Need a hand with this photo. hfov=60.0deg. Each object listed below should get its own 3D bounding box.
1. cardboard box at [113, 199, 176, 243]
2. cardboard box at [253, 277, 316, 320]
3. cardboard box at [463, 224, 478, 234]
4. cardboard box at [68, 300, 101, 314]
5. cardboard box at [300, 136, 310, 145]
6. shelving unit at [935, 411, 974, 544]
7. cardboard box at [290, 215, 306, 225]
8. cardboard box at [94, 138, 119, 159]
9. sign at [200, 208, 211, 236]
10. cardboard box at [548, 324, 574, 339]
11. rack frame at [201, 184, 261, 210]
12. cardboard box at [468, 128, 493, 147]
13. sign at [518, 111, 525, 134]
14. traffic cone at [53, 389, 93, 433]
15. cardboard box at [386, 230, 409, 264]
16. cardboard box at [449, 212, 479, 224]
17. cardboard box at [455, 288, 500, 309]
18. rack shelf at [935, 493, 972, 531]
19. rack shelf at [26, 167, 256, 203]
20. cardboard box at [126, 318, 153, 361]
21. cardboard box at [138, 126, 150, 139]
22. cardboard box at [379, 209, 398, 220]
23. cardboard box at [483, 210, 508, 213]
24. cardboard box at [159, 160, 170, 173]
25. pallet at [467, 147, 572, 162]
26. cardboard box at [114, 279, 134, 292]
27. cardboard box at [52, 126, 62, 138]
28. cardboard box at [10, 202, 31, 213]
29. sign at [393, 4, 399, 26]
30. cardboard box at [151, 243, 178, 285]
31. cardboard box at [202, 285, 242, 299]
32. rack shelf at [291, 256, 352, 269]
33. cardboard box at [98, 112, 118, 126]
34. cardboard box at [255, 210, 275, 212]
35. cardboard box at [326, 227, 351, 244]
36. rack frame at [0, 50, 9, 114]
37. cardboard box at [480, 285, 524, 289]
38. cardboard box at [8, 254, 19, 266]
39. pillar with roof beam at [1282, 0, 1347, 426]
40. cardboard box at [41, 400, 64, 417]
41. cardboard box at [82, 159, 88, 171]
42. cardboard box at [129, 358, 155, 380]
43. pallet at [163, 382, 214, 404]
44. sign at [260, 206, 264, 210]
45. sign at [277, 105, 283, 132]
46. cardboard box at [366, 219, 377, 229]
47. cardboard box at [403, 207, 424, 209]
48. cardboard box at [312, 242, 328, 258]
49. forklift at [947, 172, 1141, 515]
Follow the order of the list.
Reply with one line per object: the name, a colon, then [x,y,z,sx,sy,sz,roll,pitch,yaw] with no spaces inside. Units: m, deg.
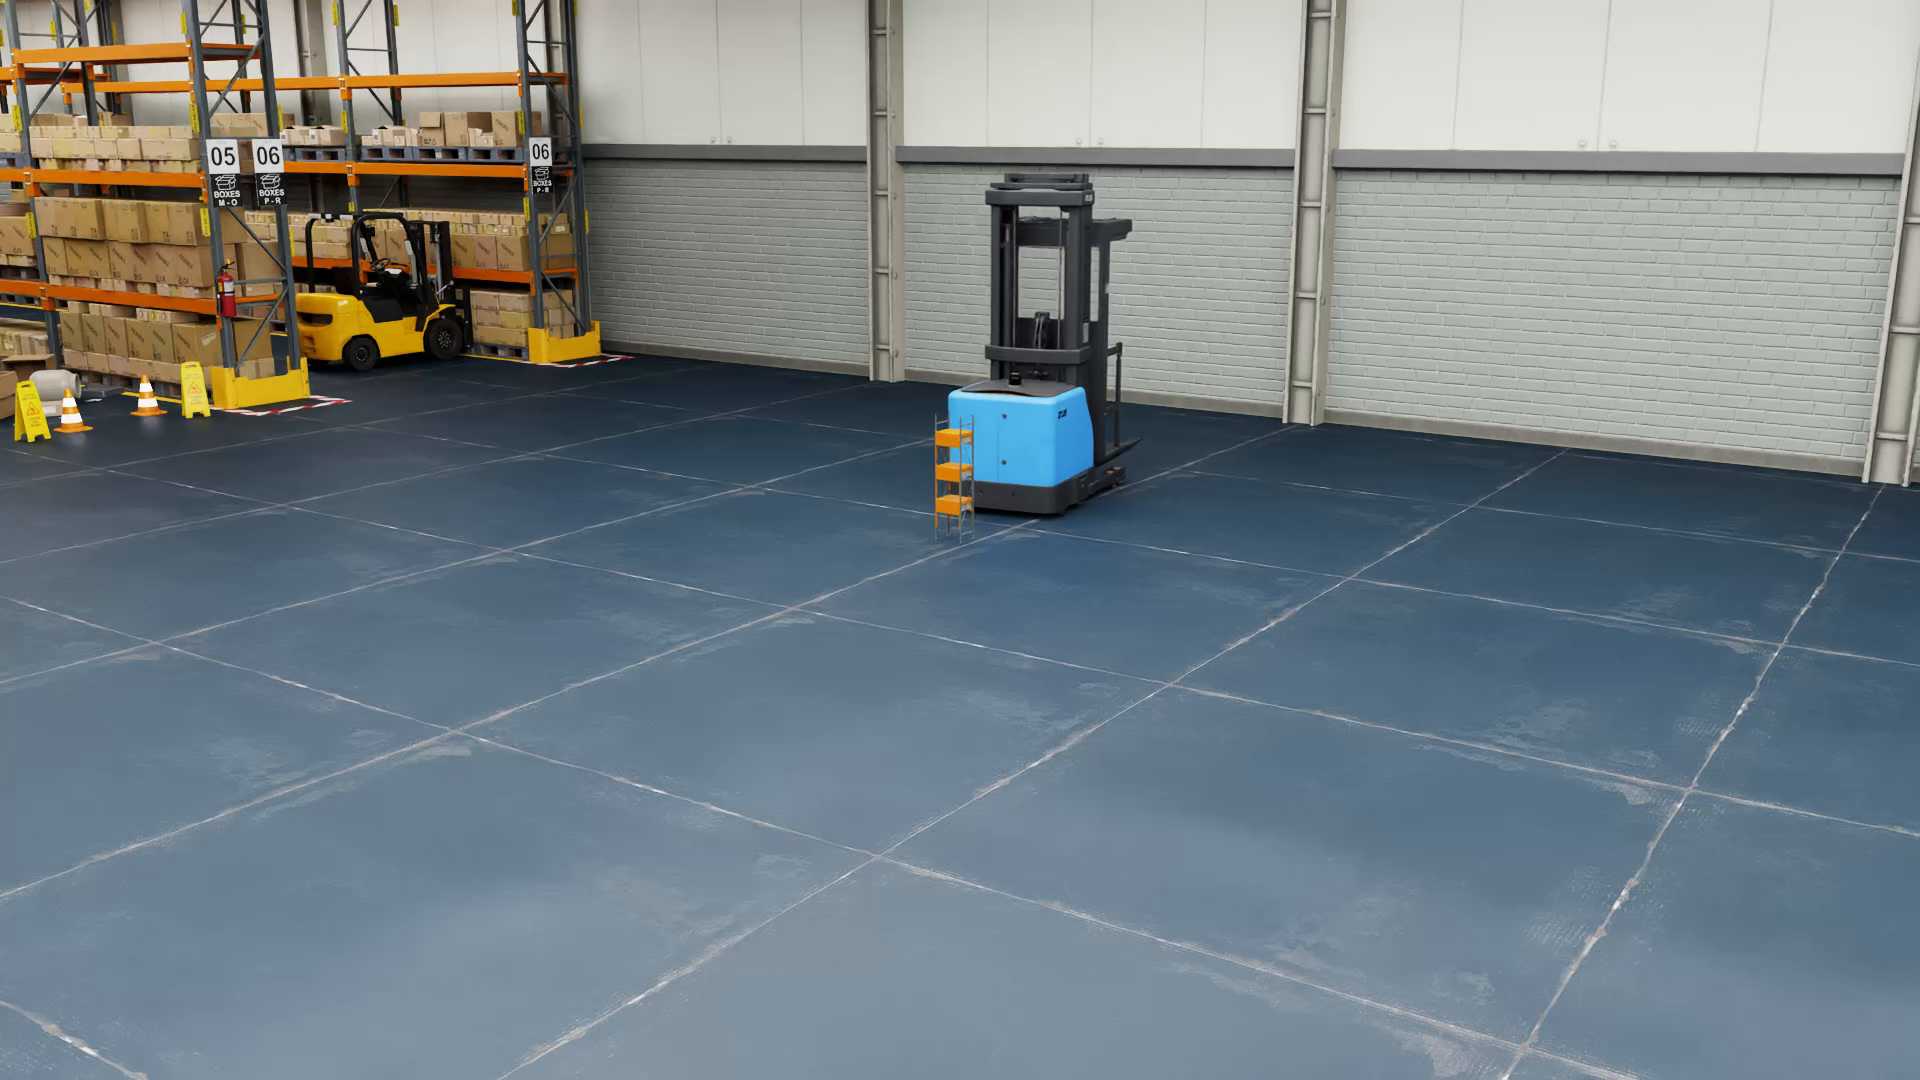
cardboard box: [-10.094,-3.993,20.805,0.500,0.500,0.700,9,16,32]
cardboard box: [-11.467,-4.115,28.271,0.625,0.625,0.875,10,17,35]
cardboard box: [-7.186,-4.654,24.825,0.250,0.149,0.380,9,16,31]
cardboard box: [-11.562,-3.096,22.024,0.250,0.149,0.380,9,17,34]
cardboard box: [-10.286,-6.373,26.524,0.250,0.149,0.380,9,17,33]
shelving unit: [-0.044,-0.517,13.726,0.252,1.050,0.215,9,17,33]
cardboard box: [-10.688,-5.230,27.150,0.250,0.149,0.380,9,17,33]
cardboard box: [-10.497,-4.919,20.903,0.500,0.250,0.500,9,17,33]
sign: [-8.979,-3.780,19.785,0.005,0.325,0.100,9,17,33]
cardboard box: [-6.183,-3.137,25.102,0.500,0.250,0.500,9,17,33]
rack frame: [-12.523,-5.236,28.732,0.127,3.000,1.000,9,17,33]
cardboard box: [-6.953,-5.891,24.333,0.258,0.266,0.396,9,17,33]
sign: [-6.199,-5.904,23.511,0.005,0.325,0.100,9,17,33]
traffic cone: [-10.066,-1.475,18.819,0.334,0.463,0.336,9,17,33]
cardboard box: [-8.540,-4.570,25.834,0.500,0.500,0.500,10,17,34]
cardboard box: [-7.415,-4.828,24.908,0.250,0.149,0.380,10,17,34]
cardboard box: [-7.292,-3.650,25.094,0.500,0.250,0.500,9,17,34]
rack shelf: [-0.044,-0.237,13.795,0.240,0.259,0.215,9,17,33]
rack shelf: [-10.312,-4.548,21.208,4.000,0.370,1.077,9,17,33]
cardboard box: [-10.312,-2.600,21.371,0.500,0.500,0.500,9,16,32]
cardboard box: [-9.893,-5.032,20.529,0.250,0.149,0.380,9,17,33]
cardboard box: [-8.828,-5.092,25.973,0.250,0.149,0.380,9,17,34]
cardboard box: [-7.062,-4.954,25.417,0.250,0.149,0.380,9,16,31]
cardboard box: [-9.531,-4.568,20.316,0.250,0.149,0.380,10,17,34]
pallet: [-6.457,-5.676,24.452,1.213,0.211,1.003,9,17,33]
cardboard box: [-10.608,-3.280,21.352,0.250,0.149,0.380,9,17,33]
cardboard box: [-11.446,-5.257,21.438,0.250,0.149,0.380,9,16,31]
cardboard box: [-13.123,-4.680,23.434,0.250,0.149,0.380,10,17,36]
sign: [-8.874,-8.249,26.147,0.005,0.325,0.100,9,17,33]
cardboard box: [-9.669,-3.452,20.698,0.500,0.500,0.500,9,17,33]
cardboard box: [-9.082,-3.058,20.459,0.250,0.149,0.380,10,17,35]
rack shelf: [-10.864,-4.619,27.735,4.000,0.370,1.077,9,17,33]
cardboard box: [-15.550,-7.677,30.310,0.258,0.266,0.396,9,16,32]
cardboard box: [-11.861,-5.583,28.577,0.250,0.149,0.380,10,17,34]
cardboard box: [-9.754,-4.884,26.583,0.500,0.250,0.500,9,16,32]
rack frame: [-19.161,-9.221,32.345,0.127,3.000,1.000,9,17,33]
cardboard box: [-7.004,-3.755,25.518,0.500,0.250,0.500,9,17,32]
cardboard box: [-12.761,-3.844,22.758,0.250,0.149,0.380,9,16,31]
pillar with roof beam: [1.595,-4.881,14.812,0.400,9.000,9.100,9,17,33]
cardboard box: [-10.867,-1.562,19.823,0.380,0.149,0.250,-7,15,-25]
cardboard box: [-10.995,-4.816,21.315,0.250,0.149,0.380,9,16,31]
cardboard box: [-10.336,-2.237,21.465,0.500,0.250,0.500,8,16,31]
pallet: [-9.370,-1.946,21.243,1.213,0.211,1.003,9,17,33]
sign: [-12.216,-5.909,29.042,0.005,0.325,0.100,9,17,33]
sign: [-8.349,-5.161,20.370,0.005,0.325,0.100,9,17,33]
cardboard box: [-9.086,-4.968,26.091,0.250,0.149,0.380,9,16,32]
cardboard box: [-8.585,-5.183,26.341,0.250,0.149,0.380,9,16,31]
cardboard box: [-10.189,-4.708,26.914,0.500,0.250,0.500,9,17,32]
forklift: [0.943,-1.955,15.619,1.130,2.935,3.031,6,15,23]
